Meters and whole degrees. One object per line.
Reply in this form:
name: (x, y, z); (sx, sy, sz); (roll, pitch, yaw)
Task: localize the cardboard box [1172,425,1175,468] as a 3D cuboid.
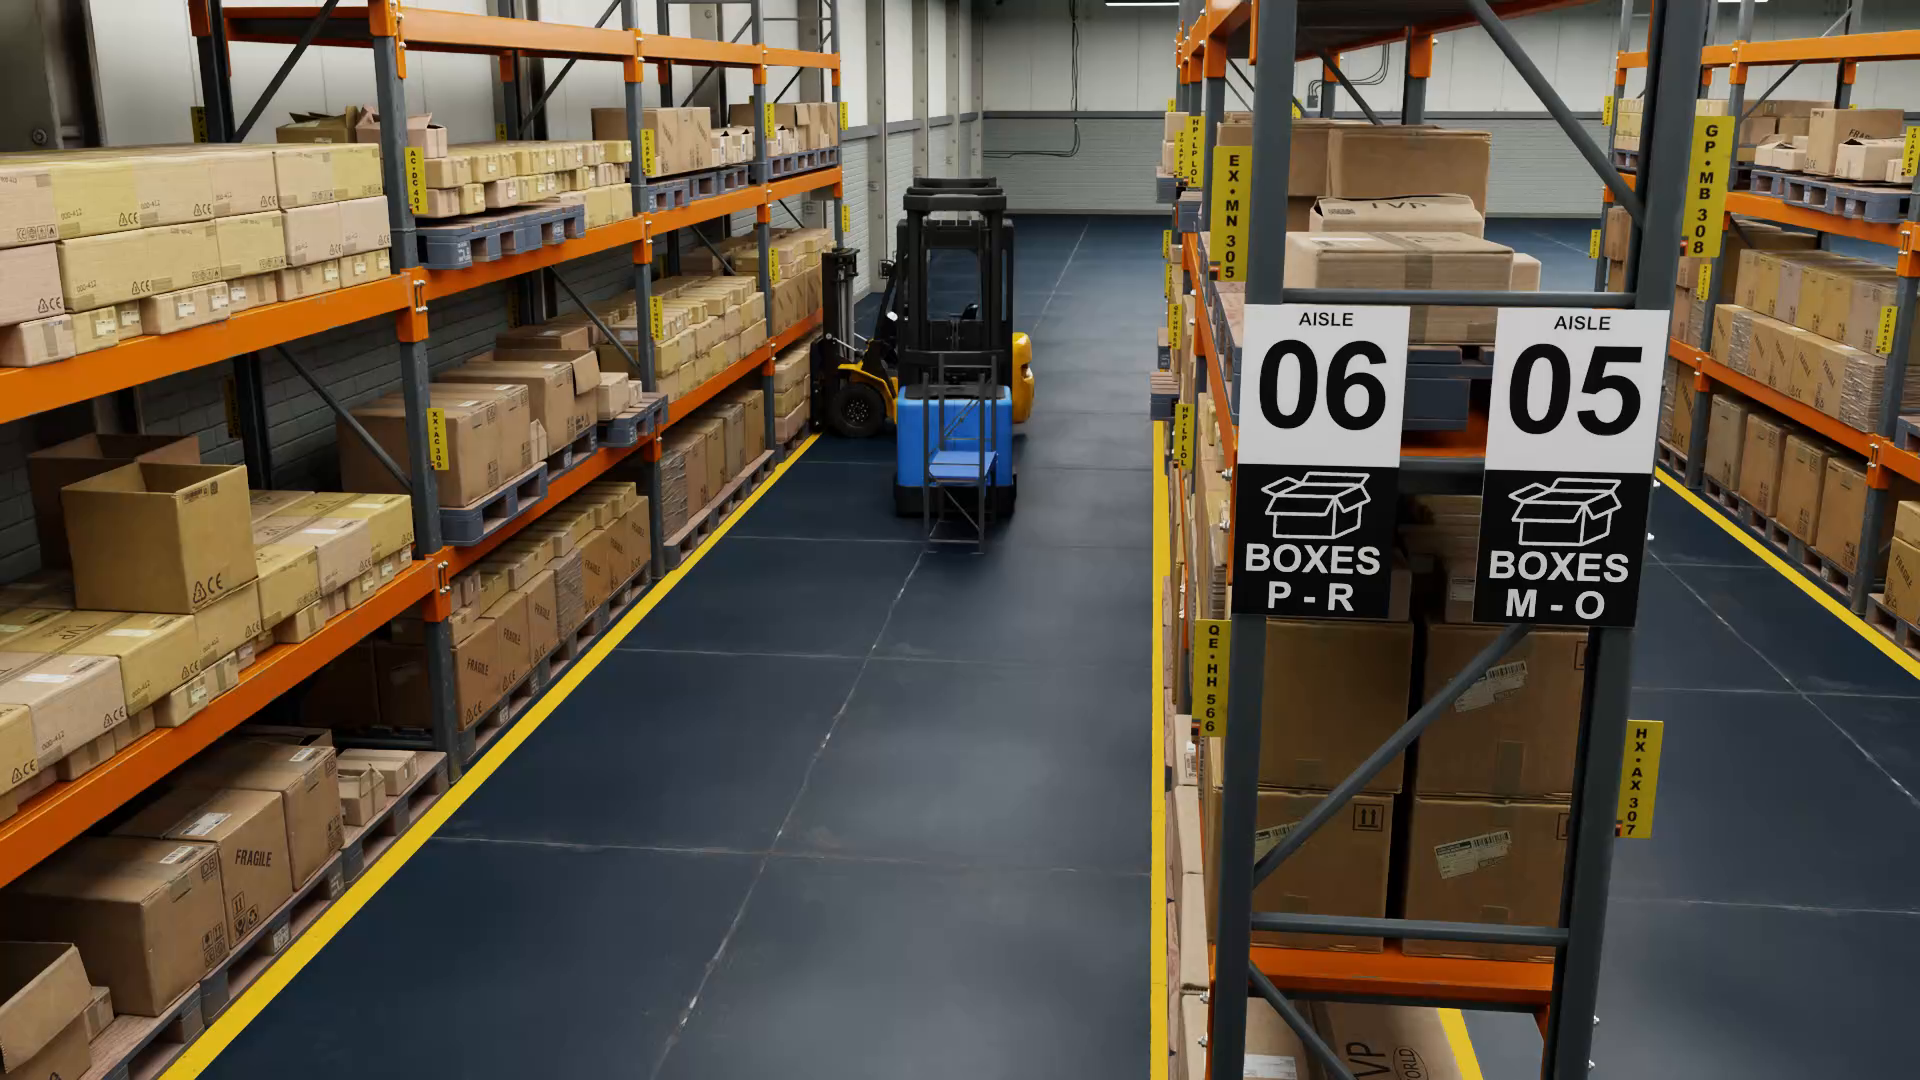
cardboard box: (2.500, -0.851, 15.793); (0.950, 0.372, 0.625); (2, 15, 7)

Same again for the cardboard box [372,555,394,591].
cardboard box: (-3.071, 0.156, 8.319); (0.380, 0.149, 0.250); (2, 15, 8)

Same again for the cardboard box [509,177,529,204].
cardboard box: (-2.736, -2.032, 9.669); (0.380, 0.149, 0.250); (2, 15, 6)

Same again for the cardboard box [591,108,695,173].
cardboard box: (-2.545, -3.223, 13.399); (0.700, 0.500, 0.500); (1, 15, 5)

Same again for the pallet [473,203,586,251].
pallet: (-3.021, -1.917, 10.118); (1.213, 0.211, 1.003); (2, 15, 6)

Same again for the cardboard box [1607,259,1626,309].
cardboard box: (7.941, -2.946, 19.022); (0.875, 0.550, 0.550); (2, 15, 6)

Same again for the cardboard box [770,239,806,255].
cardboard box: (-1.922, -3.244, 18.407); (0.380, 0.149, 0.250); (2, 15, 7)

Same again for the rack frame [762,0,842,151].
rack frame: (-1.924, -6.132, 19.599); (1.000, 3.000, 0.127); (2, 15, 6)

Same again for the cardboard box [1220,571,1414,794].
cardboard box: (1.021, 0.396, 4.843); (0.500, 0.500, 0.500); (2, 15, 8)

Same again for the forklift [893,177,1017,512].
forklift: (-0.046, -1.985, 15.889); (1.130, 2.935, 3.031); (0, 15, 0)

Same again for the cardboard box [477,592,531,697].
cardboard box: (-2.949, 0.623, 10.095); (0.500, 0.500, 0.500); (1, 15, 6)

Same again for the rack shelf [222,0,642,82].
rack shelf: (-3.052, -2.998, 10.153); (1.077, 0.370, 4.000); (2, 15, 6)

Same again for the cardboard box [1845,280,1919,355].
cardboard box: (7.152, -1.674, 12.500); (0.700, 0.500, 0.500); (1, 15, 5)

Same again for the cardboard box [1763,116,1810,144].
cardboard box: (7.820, -3.822, 15.526); (0.500, 0.250, 0.500); (2, 15, 7)

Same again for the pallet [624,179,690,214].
pallet: (-2.839, -2.696, 13.002); (1.213, 0.211, 1.003); (2, 15, 9)

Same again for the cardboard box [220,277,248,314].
cardboard box: (-3.208, -1.018, 6.914); (0.380, 0.149, 0.250); (2, 15, 7)

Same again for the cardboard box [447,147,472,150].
cardboard box: (-3.212, -2.326, 10.188); (0.380, 0.149, 0.250); (2, 15, 8)

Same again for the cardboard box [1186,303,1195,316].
cardboard box: (1.761, -1.297, 11.105); (0.500, 0.500, 0.500); (2, 15, 6)

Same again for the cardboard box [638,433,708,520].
cardboard box: (-2.677, -0.548, 14.188); (0.875, 0.625, 0.625); (2, 15, 8)

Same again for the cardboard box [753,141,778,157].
cardboard box: (-2.023, -3.883, 16.516); (0.380, 0.149, 0.250); (2, 15, 7)

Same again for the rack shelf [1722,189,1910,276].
rack shelf: (7.261, -2.515, 13.350); (1.077, 0.370, 4.000); (2, 15, 6)

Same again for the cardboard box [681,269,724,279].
cardboard box: (-2.594, -2.651, 16.784); (0.380, 0.149, 0.250); (2, 15, 6)

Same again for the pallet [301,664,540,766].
pallet: (-3.224, 1.011, 10.020); (1.003, 0.211, 1.213); (2, 15, 6)

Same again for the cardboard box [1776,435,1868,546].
cardboard box: (7.289, -0.395, 13.381); (1.050, 0.750, 0.750); (2, 15, 7)

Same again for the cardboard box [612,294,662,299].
cardboard box: (-2.846, -2.081, 14.676); (0.380, 0.149, 0.250); (2, 15, 7)

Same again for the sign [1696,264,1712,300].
sign: (6.935, -2.406, 15.501); (0.100, 0.325, 0.005); (2, 15, 6)

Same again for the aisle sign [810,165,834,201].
aisle sign: (-1.625, -4.499, 20.074); (0.394, 0.787, 0.004); (2, 15, 6)

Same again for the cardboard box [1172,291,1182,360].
cardboard box: (1.928, -1.671, 13.028); (0.500, 0.500, 0.500); (1, 15, 5)

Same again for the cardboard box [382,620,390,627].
cardboard box: (-3.498, 0.395, 9.696); (0.380, 0.149, 0.250); (2, 15, 6)

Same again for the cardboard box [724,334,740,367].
cardboard box: (-2.310, -1.729, 15.097); (0.500, 0.250, 0.500); (2, 15, 7)

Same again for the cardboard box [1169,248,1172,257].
cardboard box: (2.624, -3.033, 18.872); (0.500, 0.500, 0.500); (2, 15, 8)

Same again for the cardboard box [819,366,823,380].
cardboard box: (-1.833, -1.823, 18.663); (0.500, 0.250, 0.500); (2, 15, 6)

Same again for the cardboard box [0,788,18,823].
cardboard box: (-3.437, 0.891, 5.602); (0.380, 0.149, 0.250); (2, 15, 8)

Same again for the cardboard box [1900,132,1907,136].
cardboard box: (7.508, -3.128, 13.413); (0.500, 0.311, 0.500); (1, 15, 4)

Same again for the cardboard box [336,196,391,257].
cardboard box: (-3.084, -1.510, 7.971); (0.500, 0.250, 0.500); (2, 15, 6)

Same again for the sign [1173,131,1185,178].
sign: (1.567, -2.730, 11.773); (0.100, 0.325, 0.005); (2, 15, 6)

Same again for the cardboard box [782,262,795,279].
cardboard box: (-1.947, -2.832, 17.455); (0.380, 0.149, 0.250); (2, 15, 7)

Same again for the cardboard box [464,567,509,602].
cardboard box: (-2.984, 0.270, 10.160); (0.380, 0.149, 0.250); (1, 15, 5)

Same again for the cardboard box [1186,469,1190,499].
cardboard box: (1.512, -0.398, 9.219); (0.500, 0.250, 0.500); (2, 15, 8)

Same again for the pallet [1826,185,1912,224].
pallet: (7.056, -2.421, 11.986); (1.213, 0.211, 1.003); (2, 15, 9)

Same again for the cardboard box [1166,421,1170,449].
cardboard box: (2.357, -1.090, 16.908); (0.500, 0.250, 0.500); (2, 15, 9)

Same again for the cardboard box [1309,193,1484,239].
cardboard box: (1.422, -0.983, 5.481); (0.500, 0.311, 0.500); (2, 15, 7)

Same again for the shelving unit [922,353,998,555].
shelving unit: (0.010, -0.746, 14.048); (0.538, 1.500, 1.048); (2, 15, 6)

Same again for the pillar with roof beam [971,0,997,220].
pillar with roof beam: (4.765, -13.632, 47.335); (9.100, 9.000, 0.548); (2, 15, 6)

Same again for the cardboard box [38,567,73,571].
cardboard box: (-3.712, 0.190, 7.430); (0.500, 0.250, 0.500); (2, 15, 7)

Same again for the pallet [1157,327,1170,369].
pallet: (2.326, -1.766, 15.316); (1.003, 0.211, 1.213); (2, 15, 6)

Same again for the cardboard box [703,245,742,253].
cardboard box: (-2.538, -3.061, 17.733); (0.380, 0.149, 0.250); (1, 15, 5)

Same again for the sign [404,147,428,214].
sign: (-2.738, -1.807, 8.361); (0.100, 0.325, 0.005); (2, 15, 6)

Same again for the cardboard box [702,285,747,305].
cardboard box: (-2.182, -2.263, 15.350); (0.380, 0.149, 0.250); (1, 15, 5)

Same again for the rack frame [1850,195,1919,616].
rack frame: (7.036, -0.896, 11.729); (1.000, 3.000, 0.127); (2, 15, 6)

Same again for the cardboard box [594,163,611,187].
cardboard box: (-2.676, -2.563, 11.672); (0.380, 0.149, 0.250); (1, 15, 5)

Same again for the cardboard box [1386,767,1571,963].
cardboard box: (1.543, 0.895, 4.914); (0.500, 0.500, 0.500); (2, 15, 6)

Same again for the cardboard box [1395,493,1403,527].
cardboard box: (1.609, -0.141, 5.588); (0.380, 0.149, 0.250); (2, 15, 7)

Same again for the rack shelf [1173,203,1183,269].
rack shelf: (2.331, -2.635, 13.792); (1.077, 0.370, 4.000); (2, 15, 6)

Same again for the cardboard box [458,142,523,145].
cardboard box: (-3.227, -2.656, 11.446); (0.380, 0.149, 0.250); (2, 15, 6)
